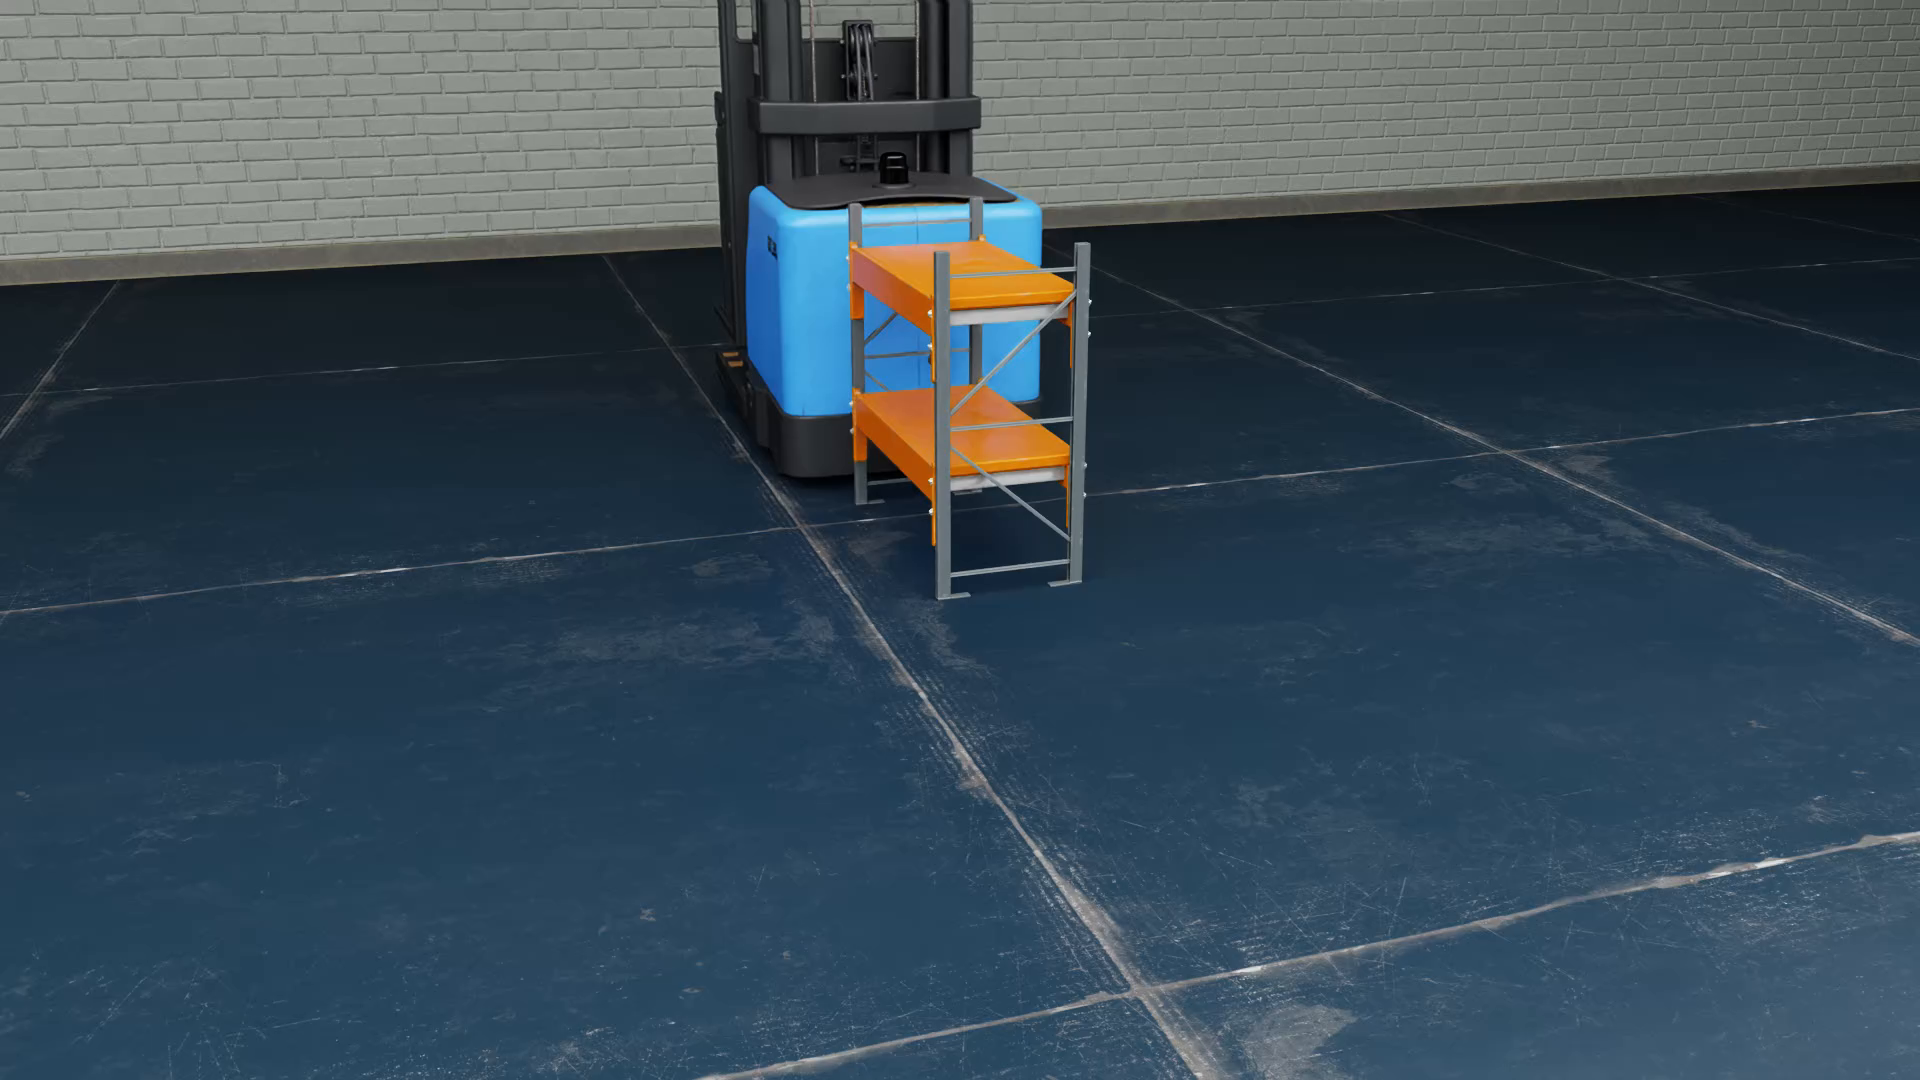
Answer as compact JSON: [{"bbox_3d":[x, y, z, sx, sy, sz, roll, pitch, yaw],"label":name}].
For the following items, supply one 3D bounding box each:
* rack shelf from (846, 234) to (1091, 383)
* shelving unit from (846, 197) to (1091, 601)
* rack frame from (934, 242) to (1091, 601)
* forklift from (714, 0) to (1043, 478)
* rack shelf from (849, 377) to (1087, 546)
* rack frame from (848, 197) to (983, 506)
[{"bbox_3d":[0.002,-0.803,5.621,0.538,0.278,1.000,-6,21,-17],"label":"rack shelf"},{"bbox_3d":[0.002,-0.527,5.720,0.538,1.125,1.048,-6,21,-17],"label":"shelving unit"},{"bbox_3d":[0.162,-0.364,5.266,0.500,1.125,0.032,-6,21,-17],"label":"rack frame"},{"bbox_3d":[-0.545,-2.081,7.376,1.130,2.935,3.031,-5,20,-14],"label":"forklift"},{"bbox_3d":[0.002,-0.297,5.803,0.538,0.278,1.000,-6,21,-17],"label":"rack shelf"},{"bbox_3d":[-0.158,-0.690,6.174,0.500,1.125,0.032,-6,21,-17],"label":"rack frame"}]
